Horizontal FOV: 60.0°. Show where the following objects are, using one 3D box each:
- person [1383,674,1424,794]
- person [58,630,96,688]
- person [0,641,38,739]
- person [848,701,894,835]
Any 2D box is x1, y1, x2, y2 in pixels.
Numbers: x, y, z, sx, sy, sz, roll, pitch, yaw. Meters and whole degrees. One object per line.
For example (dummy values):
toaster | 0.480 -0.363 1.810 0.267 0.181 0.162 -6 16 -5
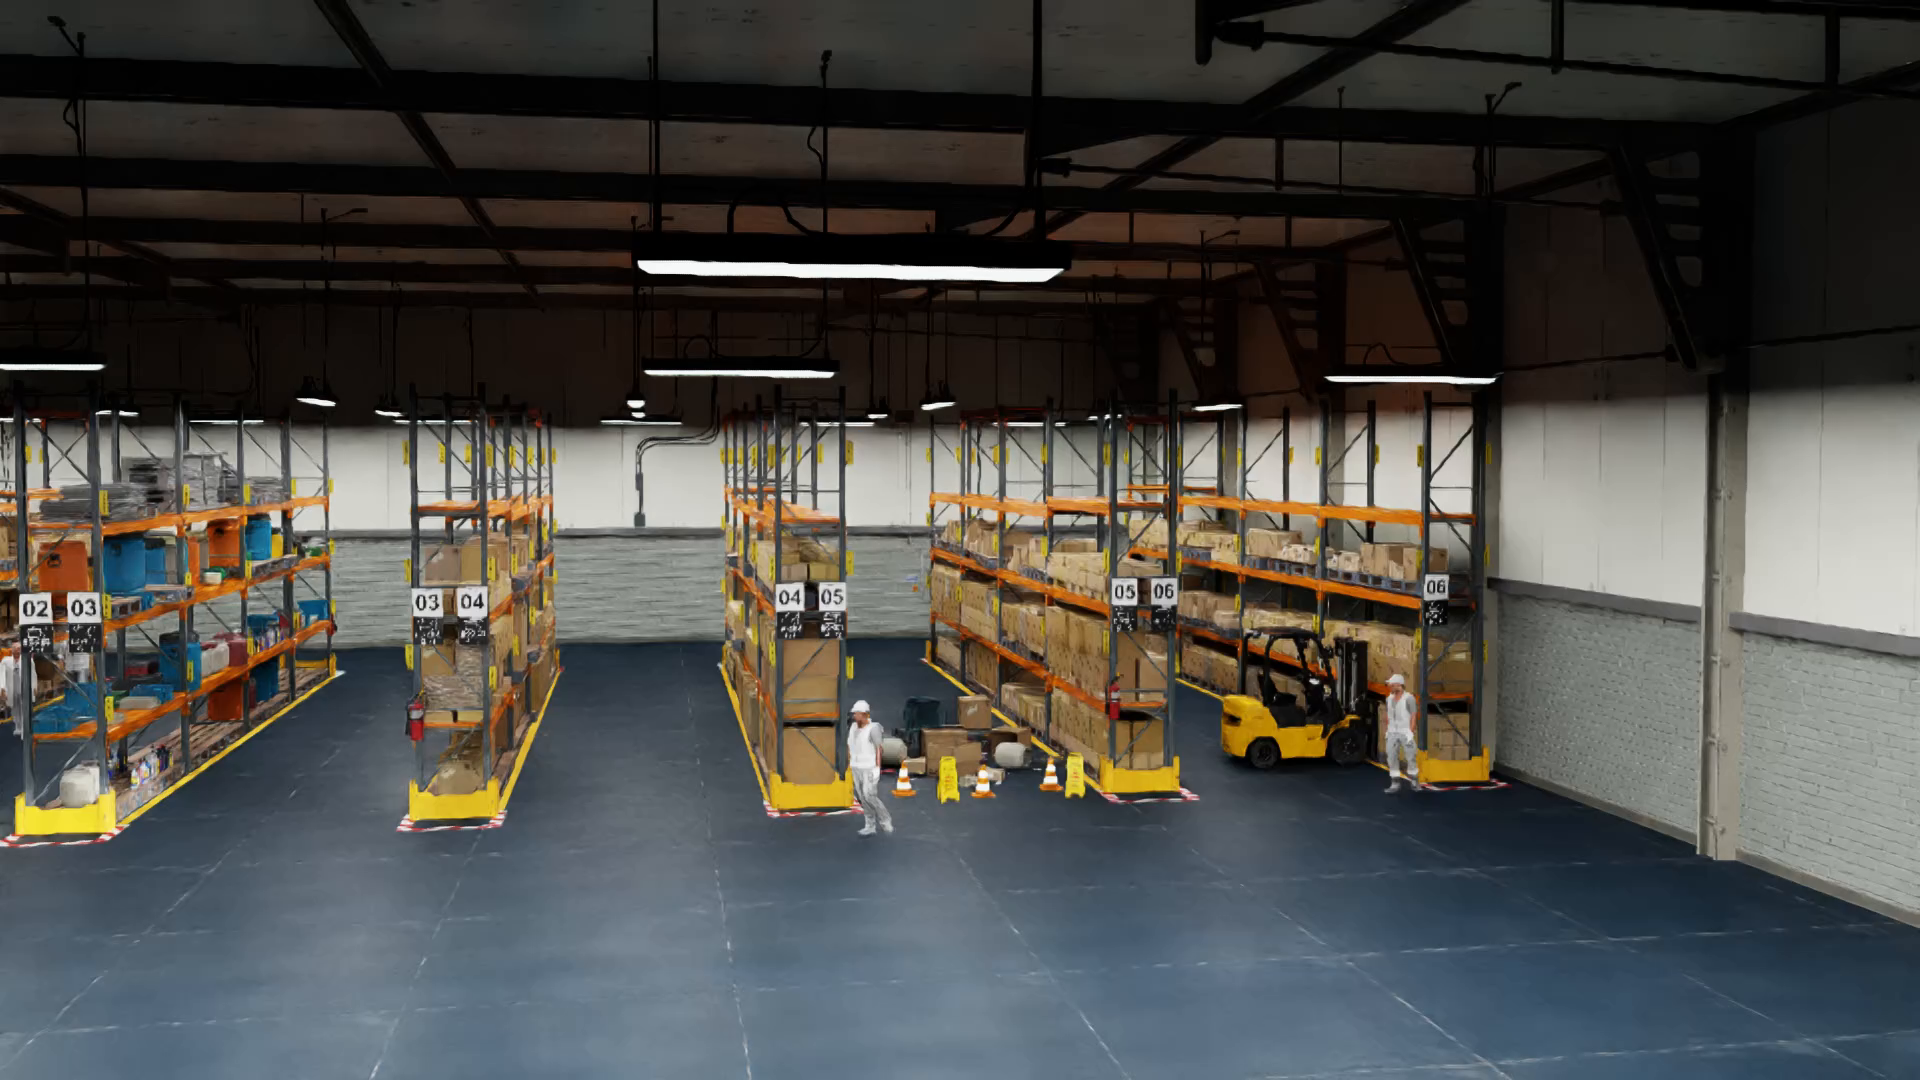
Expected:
person | 6.553 2.872 24.656 0.618 1.784 0.567 -3 4 -43
person | -17.297 2.508 32.578 0.664 1.702 0.810 0 3 -5
person | -16.619 2.642 29.317 0.580 1.715 1.105 -1 3 -19
person | -1.188 2.992 21.866 0.695 1.776 0.458 3 4 43
